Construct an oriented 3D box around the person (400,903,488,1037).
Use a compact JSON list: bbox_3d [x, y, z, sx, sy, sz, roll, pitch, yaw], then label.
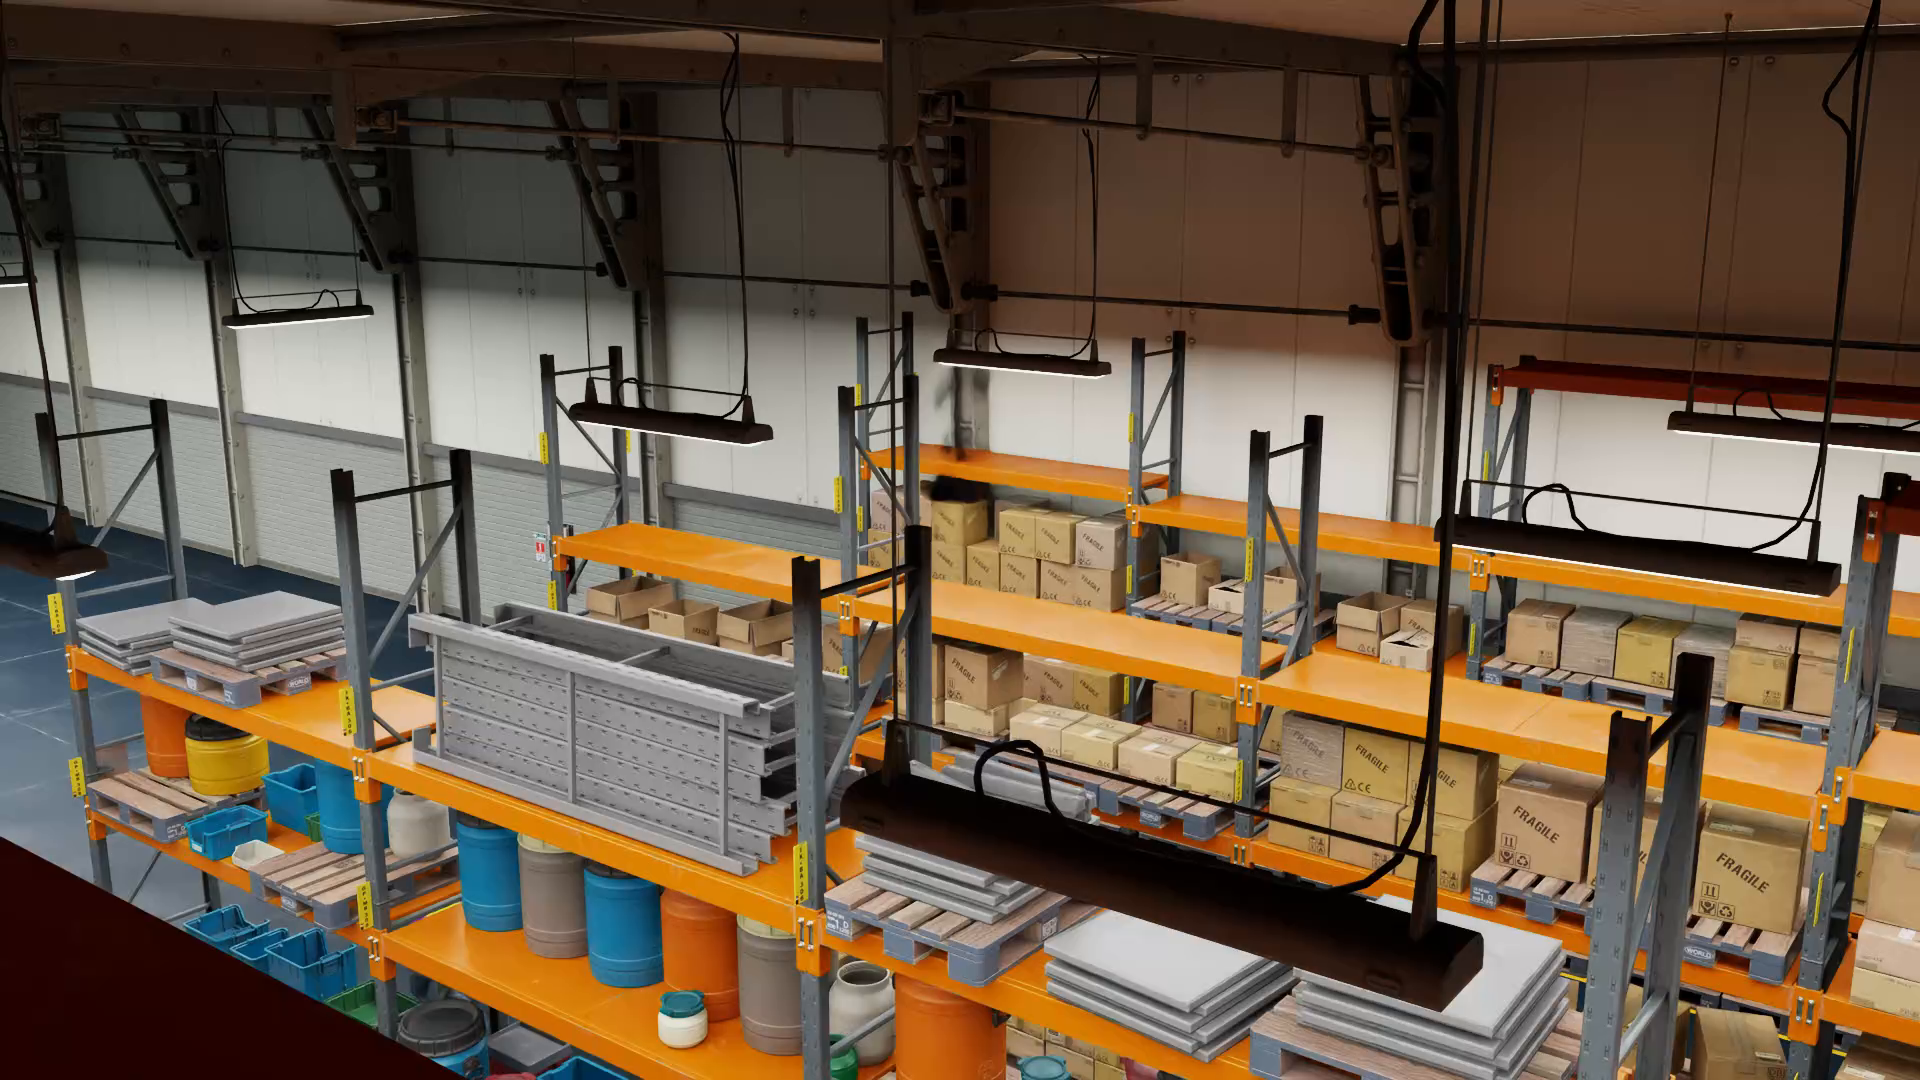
[{"bbox_3d":[-4.716,3.798,14.973,0.985,1.784,0.710,12,17,41],"label":"person"}]
